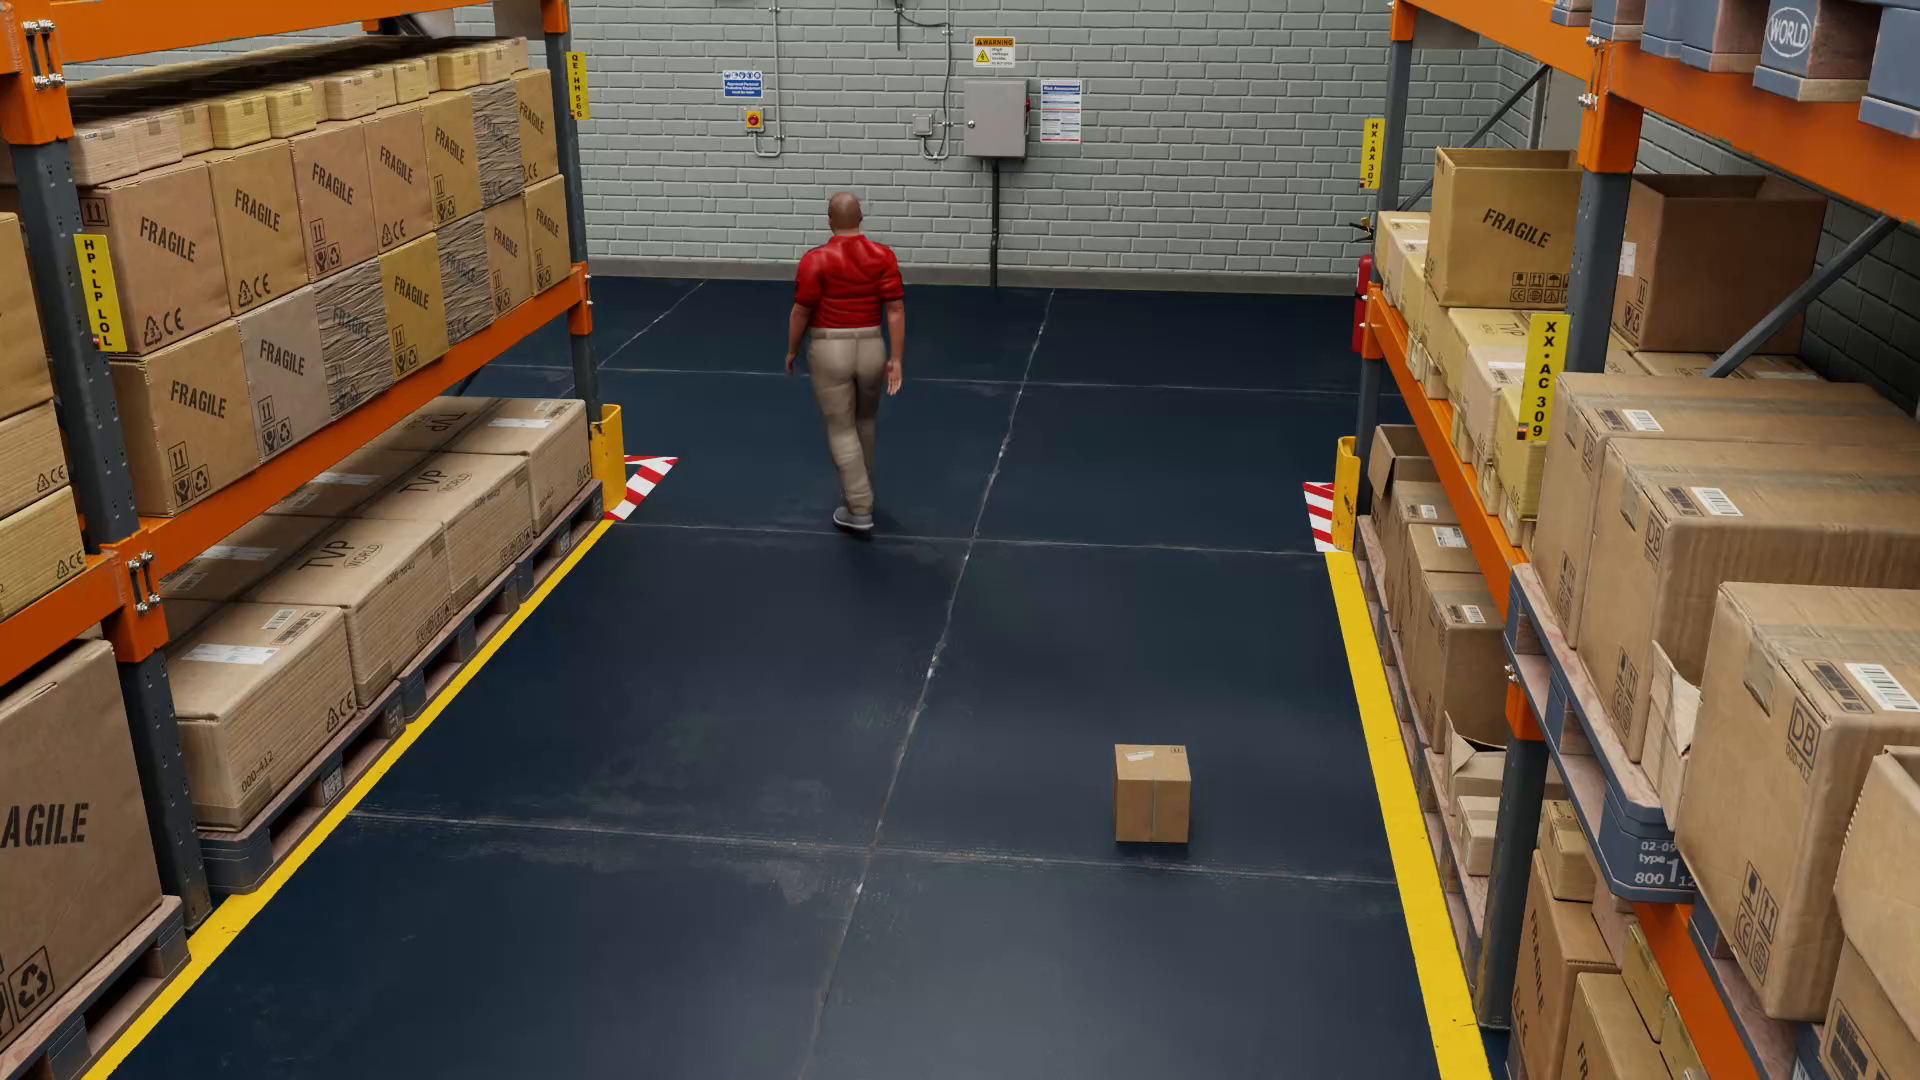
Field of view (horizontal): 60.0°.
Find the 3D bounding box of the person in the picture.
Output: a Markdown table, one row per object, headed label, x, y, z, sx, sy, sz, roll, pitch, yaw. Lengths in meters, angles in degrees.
| label | x | y | z | sx | sy | sz | roll | pitch | yaw |
| --- | --- | --- | --- | --- | --- | --- | --- | --- | --- |
| person | -0.609 | -0.908 | 8.527 | 0.543 | 1.770 | 0.799 | -10 | 23 | -25 |
